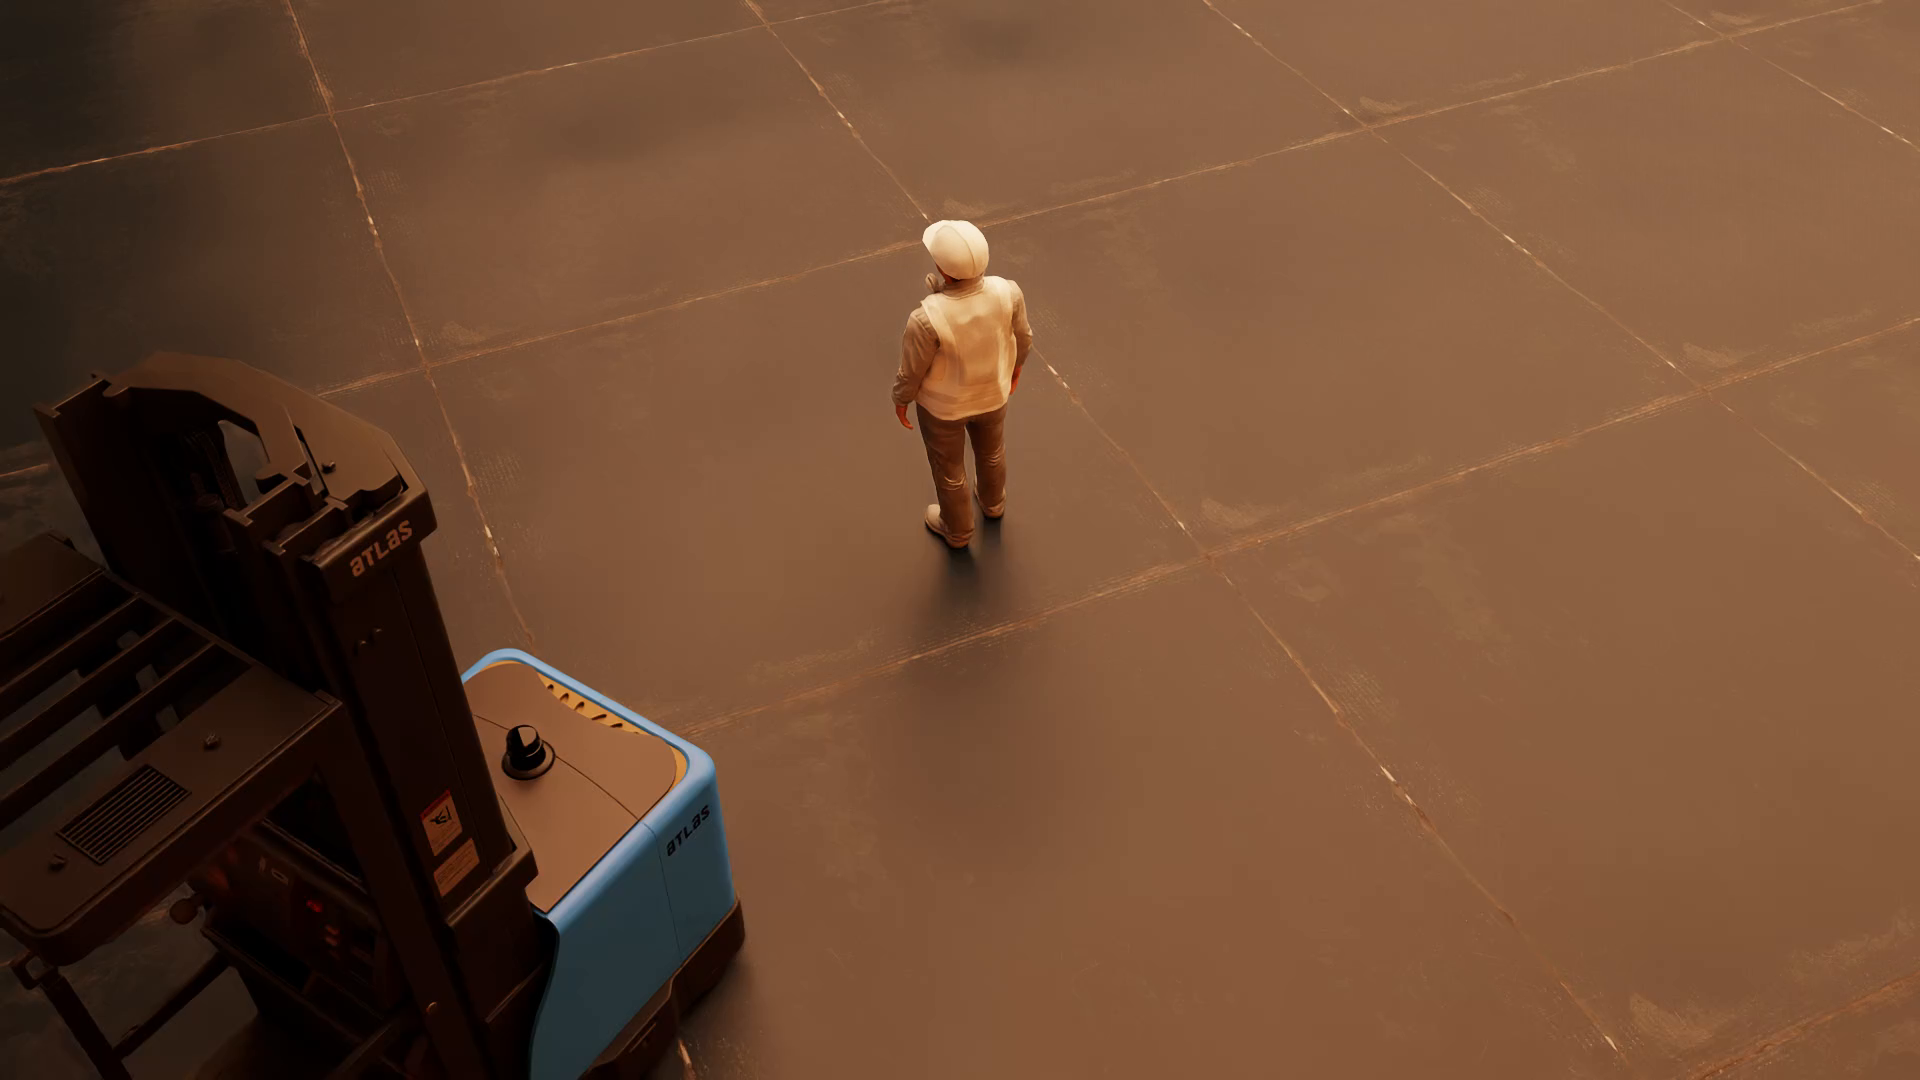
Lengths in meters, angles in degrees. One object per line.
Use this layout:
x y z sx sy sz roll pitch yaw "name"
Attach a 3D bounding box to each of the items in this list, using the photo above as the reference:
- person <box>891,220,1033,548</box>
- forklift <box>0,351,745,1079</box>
-0.020 -0.695 7.262 0.633 1.775 0.566 -18 46 -18 "person"
-2.026 1.092 4.510 1.130 2.935 3.031 24 48 24 "forklift"
